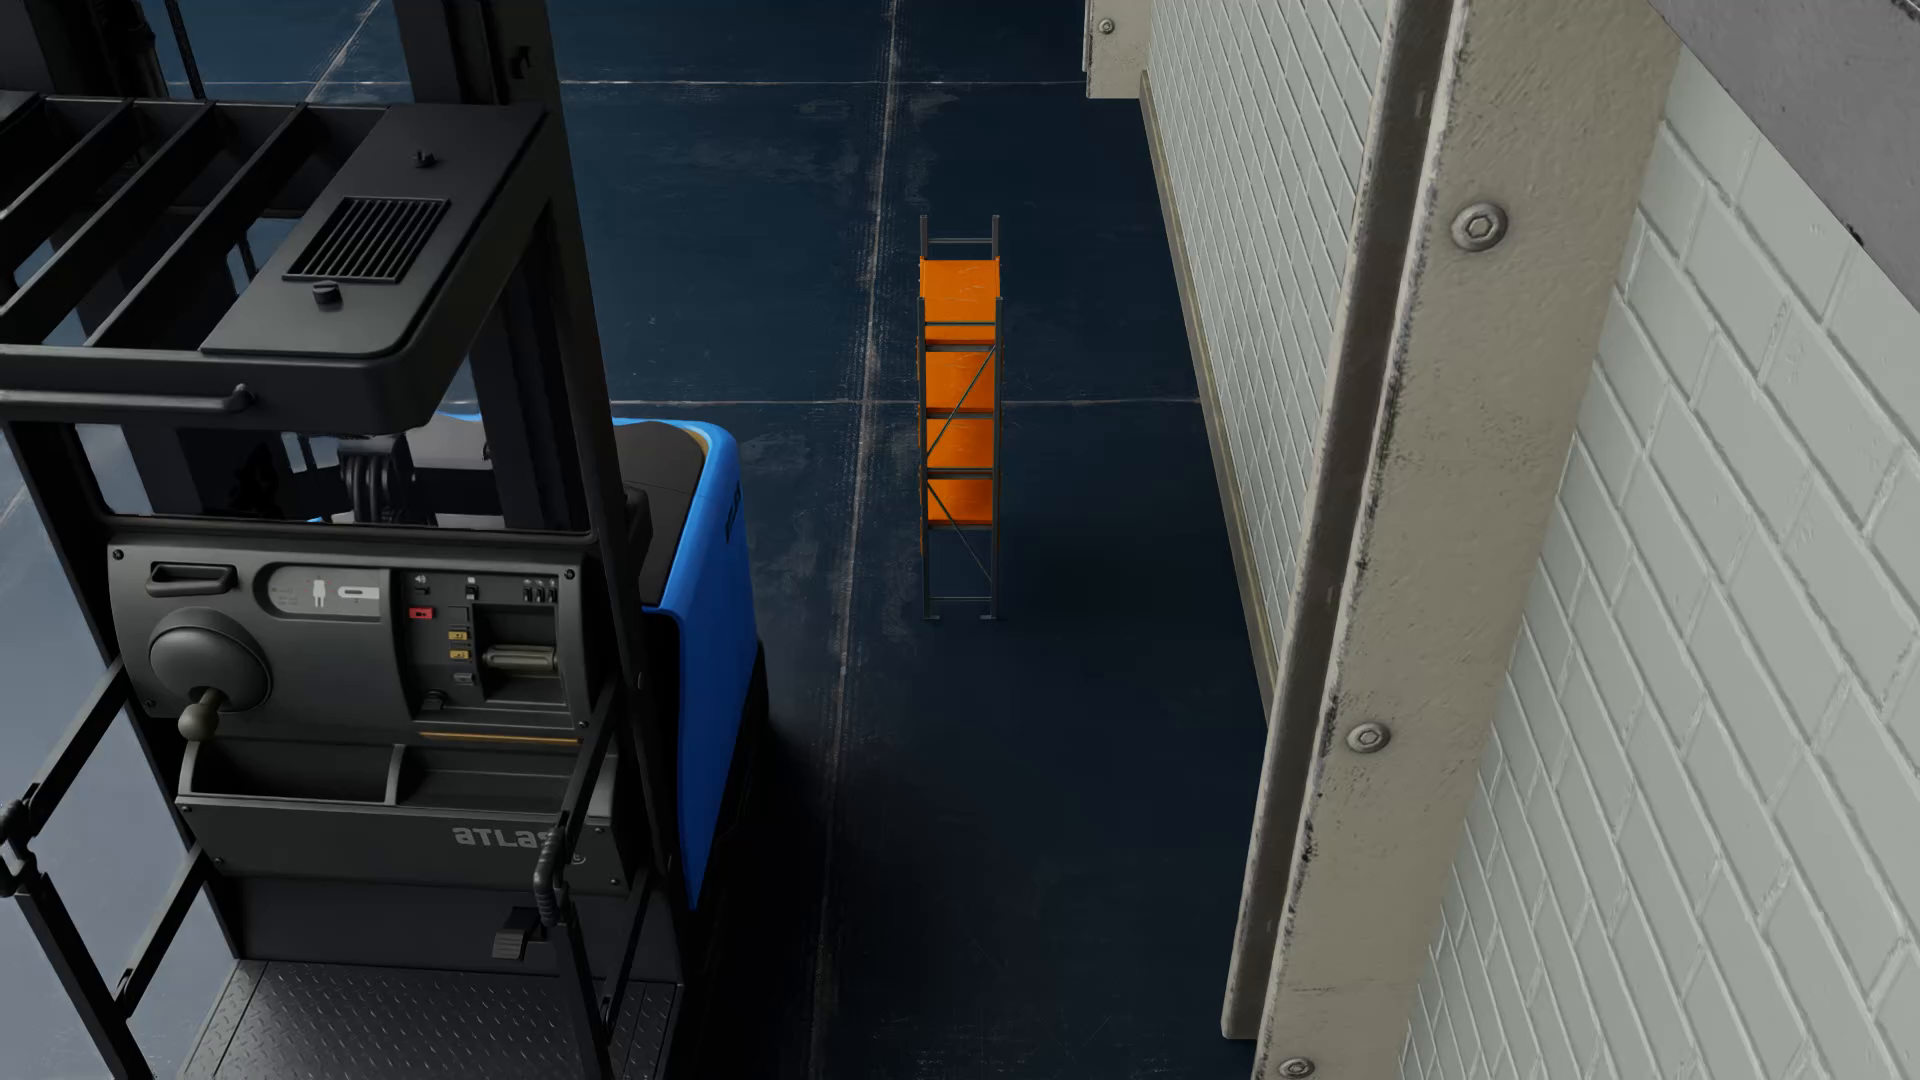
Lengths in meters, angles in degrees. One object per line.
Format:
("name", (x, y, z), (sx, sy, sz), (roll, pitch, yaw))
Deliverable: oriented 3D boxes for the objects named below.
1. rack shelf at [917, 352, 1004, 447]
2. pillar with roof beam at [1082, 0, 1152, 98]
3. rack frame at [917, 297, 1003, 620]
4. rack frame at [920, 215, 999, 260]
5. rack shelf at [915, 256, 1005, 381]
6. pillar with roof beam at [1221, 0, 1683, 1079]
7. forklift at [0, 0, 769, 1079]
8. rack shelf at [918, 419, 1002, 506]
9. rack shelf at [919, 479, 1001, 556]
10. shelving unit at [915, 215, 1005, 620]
("rack shelf", (0.000, -0.487, 5.148), (0.258, 0.148, 0.480), (0, 39, 0))
("pillar with roof beam", (-3.495, -5.919, 5.940), (9.100, 9.000, 0.400), (0, 39, 0))
("rack frame", (0.000, -0.212, 5.055), (0.240, 1.200, 0.015), (0, 39, 0))
("rack frame", (0.000, -0.517, 5.436), (0.240, 1.200, 0.015), (0, 39, 0))
("rack shelf", (0.000, -0.671, 5.000), (0.258, 0.148, 0.480), (0, 39, 0))
("pillar with roof beam", (-3.488, -2.167, 1.258), (9.100, 9.000, 0.400), (0, 39, 0))
("forklift", (-1.195, 0.277, 3.061), (1.130, 2.935, 3.031), (2, 39, 3))
("rack shelf", (0.000, -0.312, 5.288), (0.258, 0.148, 0.480), (0, 39, 0))
("rack shelf", (0.000, -0.157, 5.412), (0.258, 0.148, 0.480), (0, 39, 0))
("shelving unit", (0.000, -0.365, 5.246), (0.258, 1.200, 0.503), (0, 39, 0))
